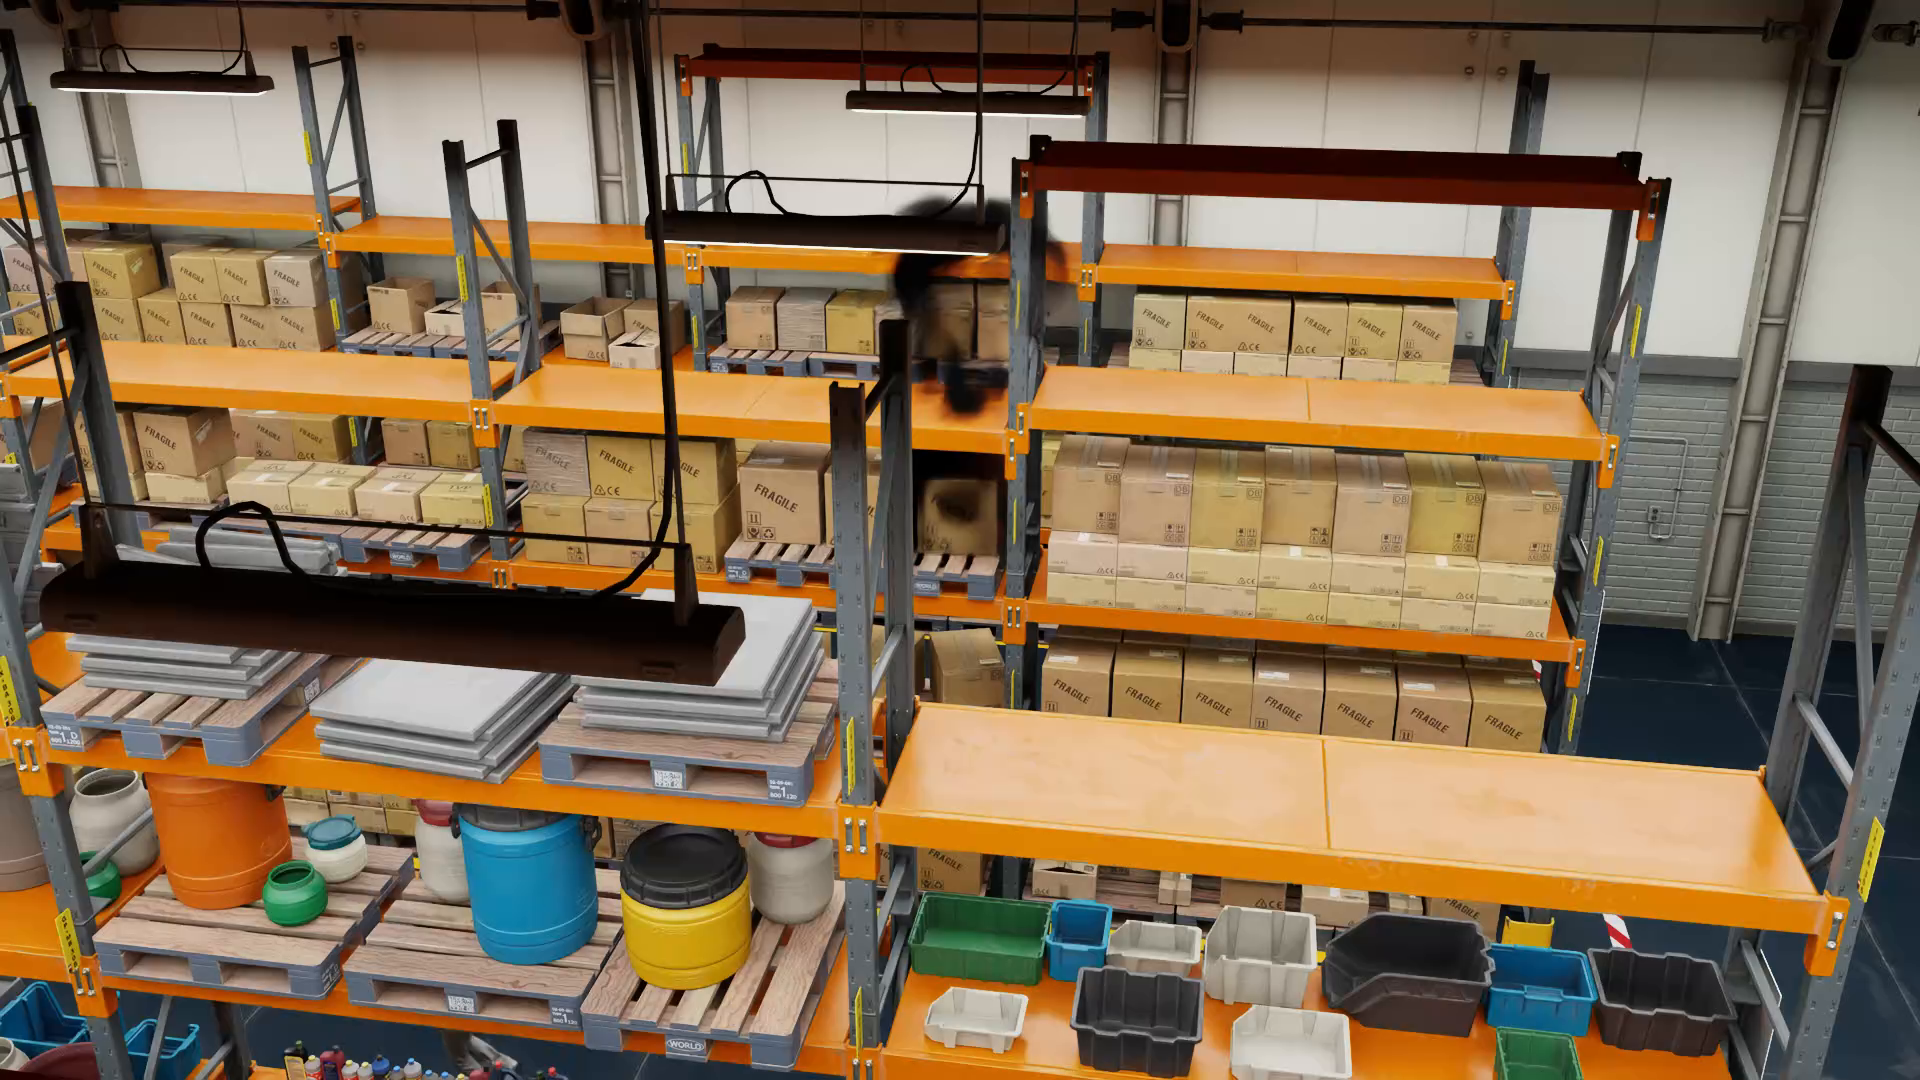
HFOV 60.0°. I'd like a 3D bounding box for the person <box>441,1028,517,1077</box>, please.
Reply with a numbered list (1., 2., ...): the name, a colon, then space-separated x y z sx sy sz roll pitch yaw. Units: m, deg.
1. person: -3.315 3.092 10.975 0.567 1.669 0.604 6 24 14
